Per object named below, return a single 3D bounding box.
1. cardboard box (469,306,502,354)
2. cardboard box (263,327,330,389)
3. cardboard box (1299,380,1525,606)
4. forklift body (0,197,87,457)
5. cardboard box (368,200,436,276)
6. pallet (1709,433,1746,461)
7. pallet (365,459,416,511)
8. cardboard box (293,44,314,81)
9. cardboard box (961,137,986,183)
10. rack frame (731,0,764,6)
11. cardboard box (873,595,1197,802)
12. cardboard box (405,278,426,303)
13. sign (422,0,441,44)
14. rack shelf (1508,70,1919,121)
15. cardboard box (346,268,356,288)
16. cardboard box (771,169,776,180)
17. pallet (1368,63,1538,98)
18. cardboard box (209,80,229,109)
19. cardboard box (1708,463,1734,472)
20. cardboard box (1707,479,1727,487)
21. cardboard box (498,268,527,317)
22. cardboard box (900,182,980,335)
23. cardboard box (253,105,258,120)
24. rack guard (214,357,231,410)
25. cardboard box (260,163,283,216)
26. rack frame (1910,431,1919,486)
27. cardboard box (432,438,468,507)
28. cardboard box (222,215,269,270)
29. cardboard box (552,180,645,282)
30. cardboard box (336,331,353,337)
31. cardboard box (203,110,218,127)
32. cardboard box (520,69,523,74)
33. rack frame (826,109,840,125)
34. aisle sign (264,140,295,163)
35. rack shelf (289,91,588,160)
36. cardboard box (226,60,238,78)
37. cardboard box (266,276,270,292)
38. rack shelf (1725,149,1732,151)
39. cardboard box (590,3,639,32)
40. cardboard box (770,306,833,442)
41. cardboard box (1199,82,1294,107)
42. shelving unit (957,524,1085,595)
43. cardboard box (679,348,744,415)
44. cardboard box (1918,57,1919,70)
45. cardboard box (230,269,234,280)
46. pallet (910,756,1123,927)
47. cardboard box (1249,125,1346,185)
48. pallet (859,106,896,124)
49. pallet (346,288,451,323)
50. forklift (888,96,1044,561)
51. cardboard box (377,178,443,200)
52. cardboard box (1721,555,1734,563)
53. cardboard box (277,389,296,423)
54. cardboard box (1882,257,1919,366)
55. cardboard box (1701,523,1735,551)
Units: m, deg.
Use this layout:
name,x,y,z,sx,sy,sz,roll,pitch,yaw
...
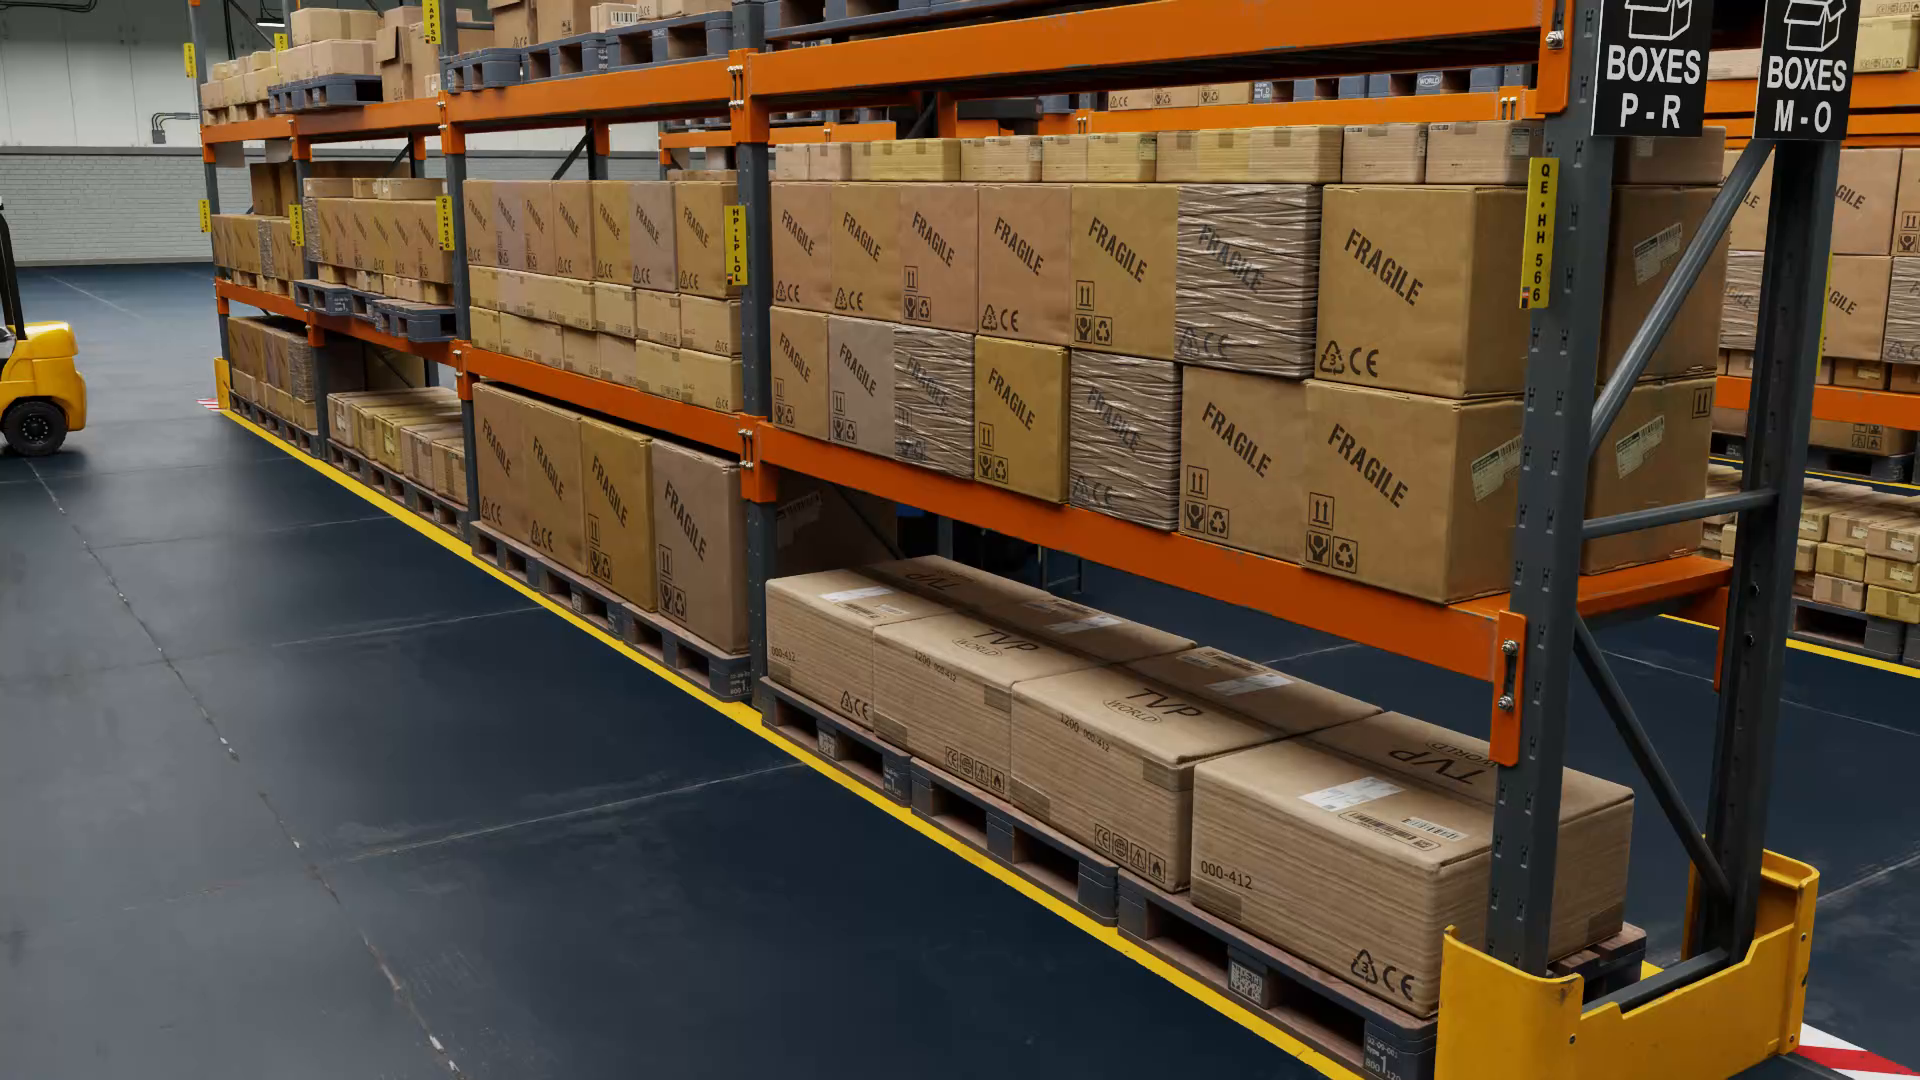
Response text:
name,x,y,z,sx,sy,sz,roll,pitch,yaw
cardboard box,-2.637,-1.286,10.071,0.500,0.250,0.500,-8,15,-34
cardboard box,-6.033,-1.670,15.174,0.500,0.500,0.500,-7,14,-30
cardboard box,1.246,-0.156,4.322,0.500,0.500,0.500,-8,15,-32
forklift body,-8.692,-1.775,13.942,2.313,2.155,1.214,-8,15,-33
cardboard box,-3.758,-2.103,11.546,0.500,0.500,0.500,-9,15,-37
pallet,6.597,-0.921,14.578,1.003,0.211,1.213,-8,15,-33
pallet,-3.802,-0.470,12.515,1.003,0.211,1.213,-8,15,-33
cardboard box,-4.643,-3.543,12.389,0.500,0.250,0.500,-8,15,-34
cardboard box,0.226,-1.311,5.741,0.380,0.149,0.250,-8,15,-33
rack frame,-0.482,-3.695,6.695,1.000,3.000,0.127,-8,15,-33
cardboard box,0.273,0.566,6.269,0.875,0.438,0.875,-9,15,-34
cardboard box,-3.462,-1.667,11.070,0.380,0.149,0.250,-8,15,-33
sign,-3.151,-3.130,9.922,0.100,0.325,0.005,-8,15,-33
rack shelf,4.691,-2.127,8.228,1.077,0.370,4.000,-8,15,-33
cardboard box,-4.412,-1.997,12.575,0.380,0.149,0.250,-8,15,-32
cardboard box,-1.427,-3.546,17.176,0.875,0.550,0.550,-8,15,-33
pallet,3.329,-2.864,10.357,1.213,0.211,1.003,-8,15,-33
cardboard box,-6.803,-4.224,15.791,0.500,0.250,0.500,-8,15,-34
cardboard box,4.315,-0.355,9.761,0.380,0.149,0.250,-8,15,-33
cardboard box,4.049,-0.247,9.267,0.380,0.149,0.250,-9,15,-34
cardboard box,-2.338,-1.435,9.585,0.500,0.250,0.500,-8,15,-31
cardboard box,0.129,-1.005,5.864,0.500,0.500,0.500,-8,15,-32
cardboard box,-6.121,-3.836,14.949,0.380,0.149,0.250,-8,15,-33
rack guard,-7.089,-1.664,17.301,1.175,0.500,0.348,-8,15,-33
cardboard box,-6.392,-3.425,16.233,0.700,0.500,0.500,-8,15,-32
rack frame,7.768,-1.937,12.700,1.000,3.000,0.127,-8,15,-33
cardboard box,-3.003,-0.499,11.290,0.950,0.372,0.625,-9,15,-37
cardboard box,-6.810,-2.884,16.098,0.500,0.500,0.500,-8,14,-31
cardboard box,-1.795,-1.625,8.699,0.500,0.500,0.500,-8,15,-32
cardboard box,-5.323,-1.646,15.066,0.500,0.500,0.500,-7,14,-30
cardboard box,-7.217,-4.144,16.356,0.380,0.149,0.250,-8,15,-33
cardboard box,-2.873,-2.997,10.839,0.396,0.266,0.258,-8,15,-33
rack frame,-0.850,-2.791,16.604,1.000,3.000,0.127,-8,15,-33
aisle sign,-6.924,-4.214,17.025,0.394,0.787,0.004,-8,15,-33
rack shelf,-3.807,-2.946,11.972,1.077,0.370,4.000,-8,15,-33
cardboard box,-6.493,-4.306,15.233,0.380,0.149,0.250,-8,14,-31
cardboard box,-6.029,-2.315,15.014,0.380,0.149,0.250,-8,15,-34
rack shelf,10.476,-6.002,25.948,1.077,0.370,4.000,-8,15,-33
cardboard box,-1.655,-2.639,8.453,0.380,0.166,0.250,-7,14,-28
cardboard box,-0.440,-0.699,6.802,0.500,0.500,0.500,-8,14,-31
cardboard box,2.025,-3.285,11.605,0.500,0.500,0.500,-8,15,-33
shelving unit,0.290,-0.453,9.421,0.755,1.500,0.431,10,16,38
cardboard box,-0.941,-0.741,7.581,0.500,0.250,0.500,-9,15,-34
cardboard box,4.774,-2.278,7.589,0.500,0.250,0.500,-7,14,-30
cardboard box,-7.115,-2.691,16.734,0.380,0.149,0.250,-8,15,-33
pallet,0.554,0.959,5.980,1.003,0.211,1.213,-8,15,-33
cardboard box,0.995,-1.026,4.438,0.380,0.149,0.250,-8,15,-33
pallet,-0.301,-4.006,15.585,0.805,0.209,1.217,-9,15,-35
pallet,-3.829,-1.729,12.198,1.003,0.211,1.213,-8,15,-33
forklift,0.168,-1.574,11.200,1.130,2.935,3.031,3,13,13
cardboard box,-3.840,-2.450,11.611,0.380,0.149,0.250,-9,15,-35
cardboard box,4.269,0.148,8.854,0.380,0.149,0.250,-9,15,-34
cardboard box,-5.769,-1.216,14.854,0.500,0.250,0.500,-9,15,-34
cardboard box,4.766,-1.082,7.857,0.500,0.500,0.500,-8,15,-33
cardboard box,4.177,-0.050,9.064,0.380,0.149,0.250,-7,14,-30
